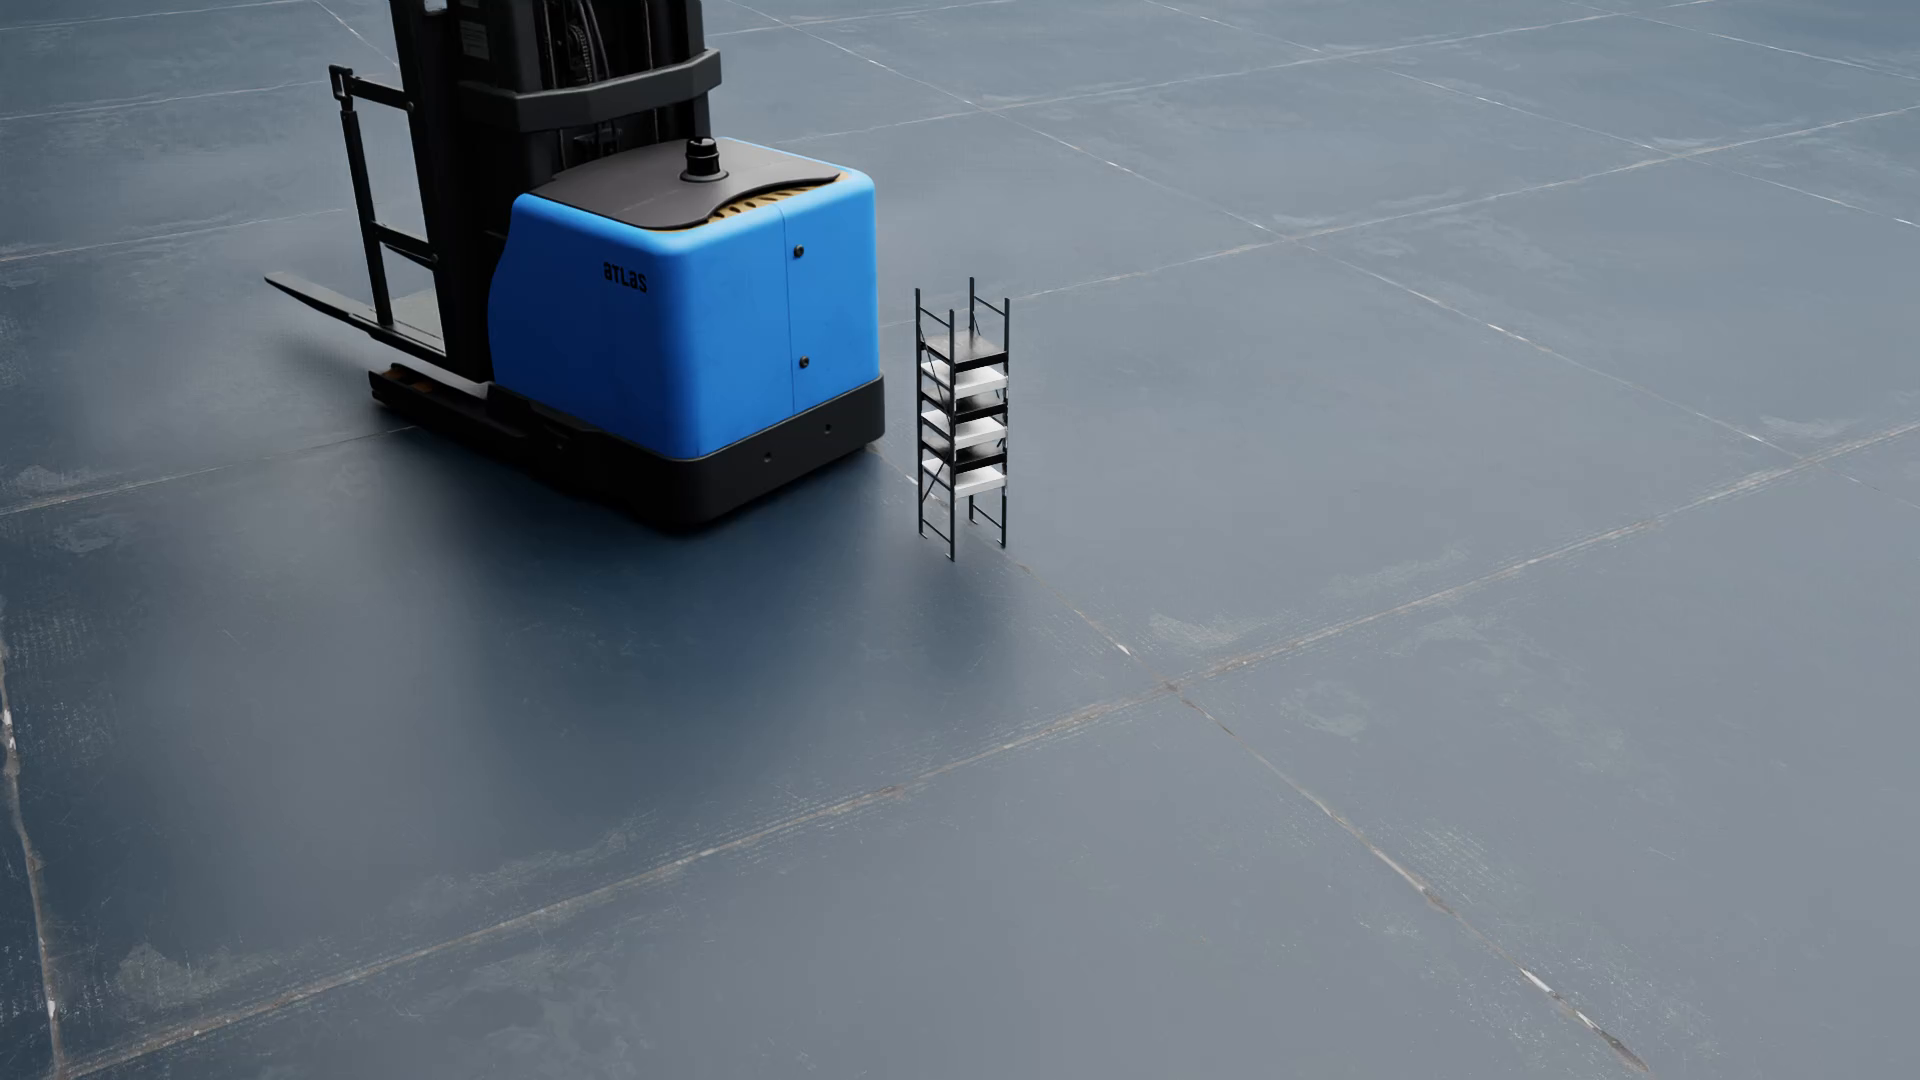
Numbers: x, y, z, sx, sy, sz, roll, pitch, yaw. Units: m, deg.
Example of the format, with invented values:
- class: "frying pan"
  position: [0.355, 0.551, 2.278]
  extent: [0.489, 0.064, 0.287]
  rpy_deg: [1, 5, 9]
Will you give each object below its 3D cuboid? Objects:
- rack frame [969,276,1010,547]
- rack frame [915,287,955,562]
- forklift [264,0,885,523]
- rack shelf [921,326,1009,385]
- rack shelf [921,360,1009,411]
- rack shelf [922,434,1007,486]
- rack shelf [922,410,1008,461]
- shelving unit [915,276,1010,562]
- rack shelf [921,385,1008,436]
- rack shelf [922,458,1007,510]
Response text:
- class: "rack frame"
  position: [0.095, -0.421, 5.581]
  extent: [0.006, 0.900, 0.240]
  rpy_deg: [-16, 33, -26]
- class: "rack frame"
  position: [-0.081, -0.371, 5.491]
  extent: [0.006, 0.900, 0.240]
  rpy_deg: [-16, 33, -26]
- class: "forklift"
  position: [-1.738, -1.920, 6.195]
  extent: [3.031, 2.935, 1.130]
  rpy_deg: [22, 36, 34]
- class: "rack shelf"
  position: [0.007, -0.603, 5.422]
  extent: [0.200, 0.077, 0.258]
  rpy_deg: [-16, 33, -26]
- class: "rack shelf"
  position: [0.007, -0.524, 5.465]
  extent: [0.200, 0.077, 0.258]
  rpy_deg: [-16, 33, -26]
- class: "rack shelf"
  position: [0.007, -0.288, 5.596]
  extent: [0.200, 0.077, 0.258]
  rpy_deg: [-16, 33, -26]
- class: "rack shelf"
  position: [0.007, -0.367, 5.552]
  extent: [0.200, 0.077, 0.258]
  rpy_deg: [-16, 33, -26]
- class: "shelving unit"
  position: [0.007, -0.396, 5.536]
  extent: [0.210, 0.900, 0.258]
  rpy_deg: [-16, 33, -26]
- class: "rack shelf"
  position: [0.007, -0.446, 5.509]
  extent: [0.200, 0.077, 0.258]
  rpy_deg: [-16, 33, -26]
- class: "rack shelf"
  position: [0.007, -0.209, 5.639]
  extent: [0.200, 0.077, 0.258]
  rpy_deg: [-16, 33, -26]
